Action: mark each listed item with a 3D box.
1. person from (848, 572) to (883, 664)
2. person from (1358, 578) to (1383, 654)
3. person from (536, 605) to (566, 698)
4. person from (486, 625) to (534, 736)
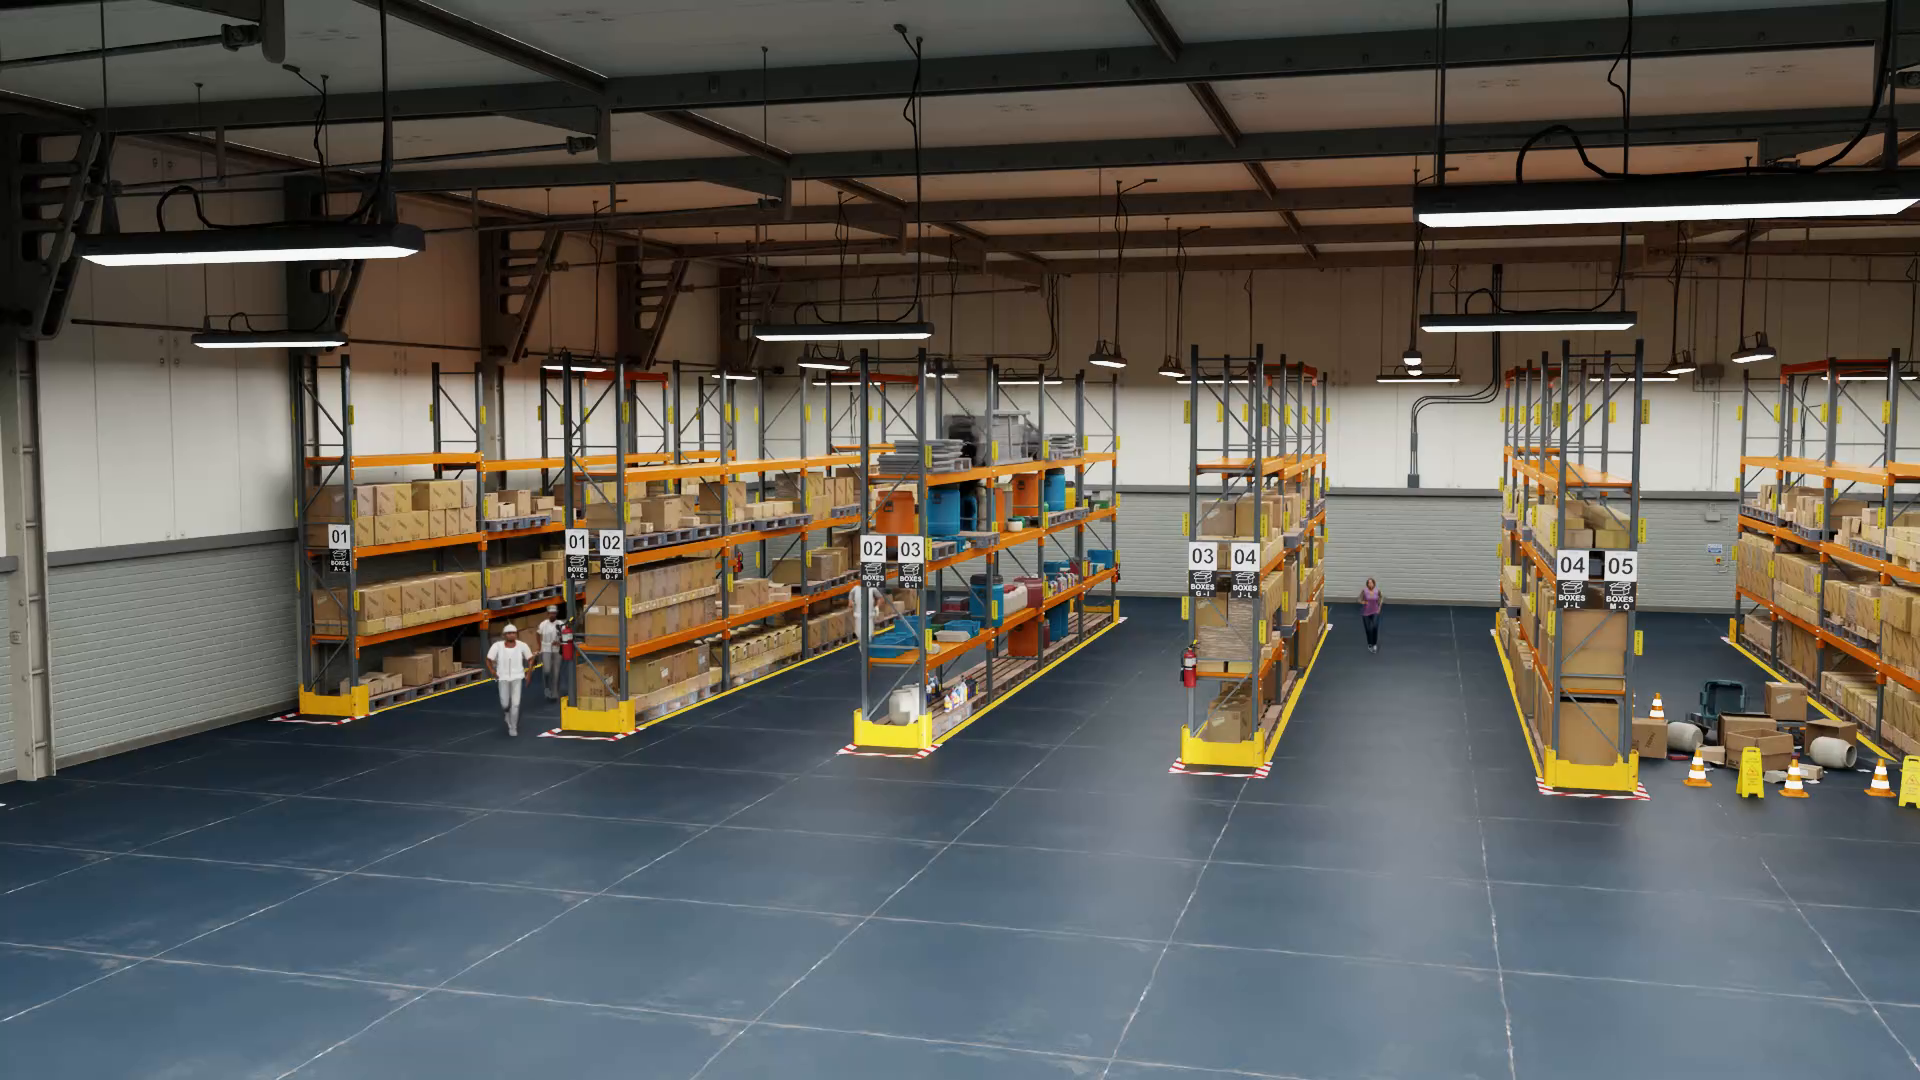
[{"bbox_3d":[-1.791,1.509,31.105,0.631,1.856,0.670,0,4,6],"label":"person"},{"bbox_3d":[8.646,1.586,35.044,0.521,1.597,0.717,1,4,16],"label":"person"},{"bbox_3d":[-7.173,1.969,29.210,0.552,1.662,0.628,-1,4,-12],"label":"person"},{"bbox_3d":[-7.082,2.188,26.188,0.736,1.736,0.603,-1,4,-15],"label":"person"}]
